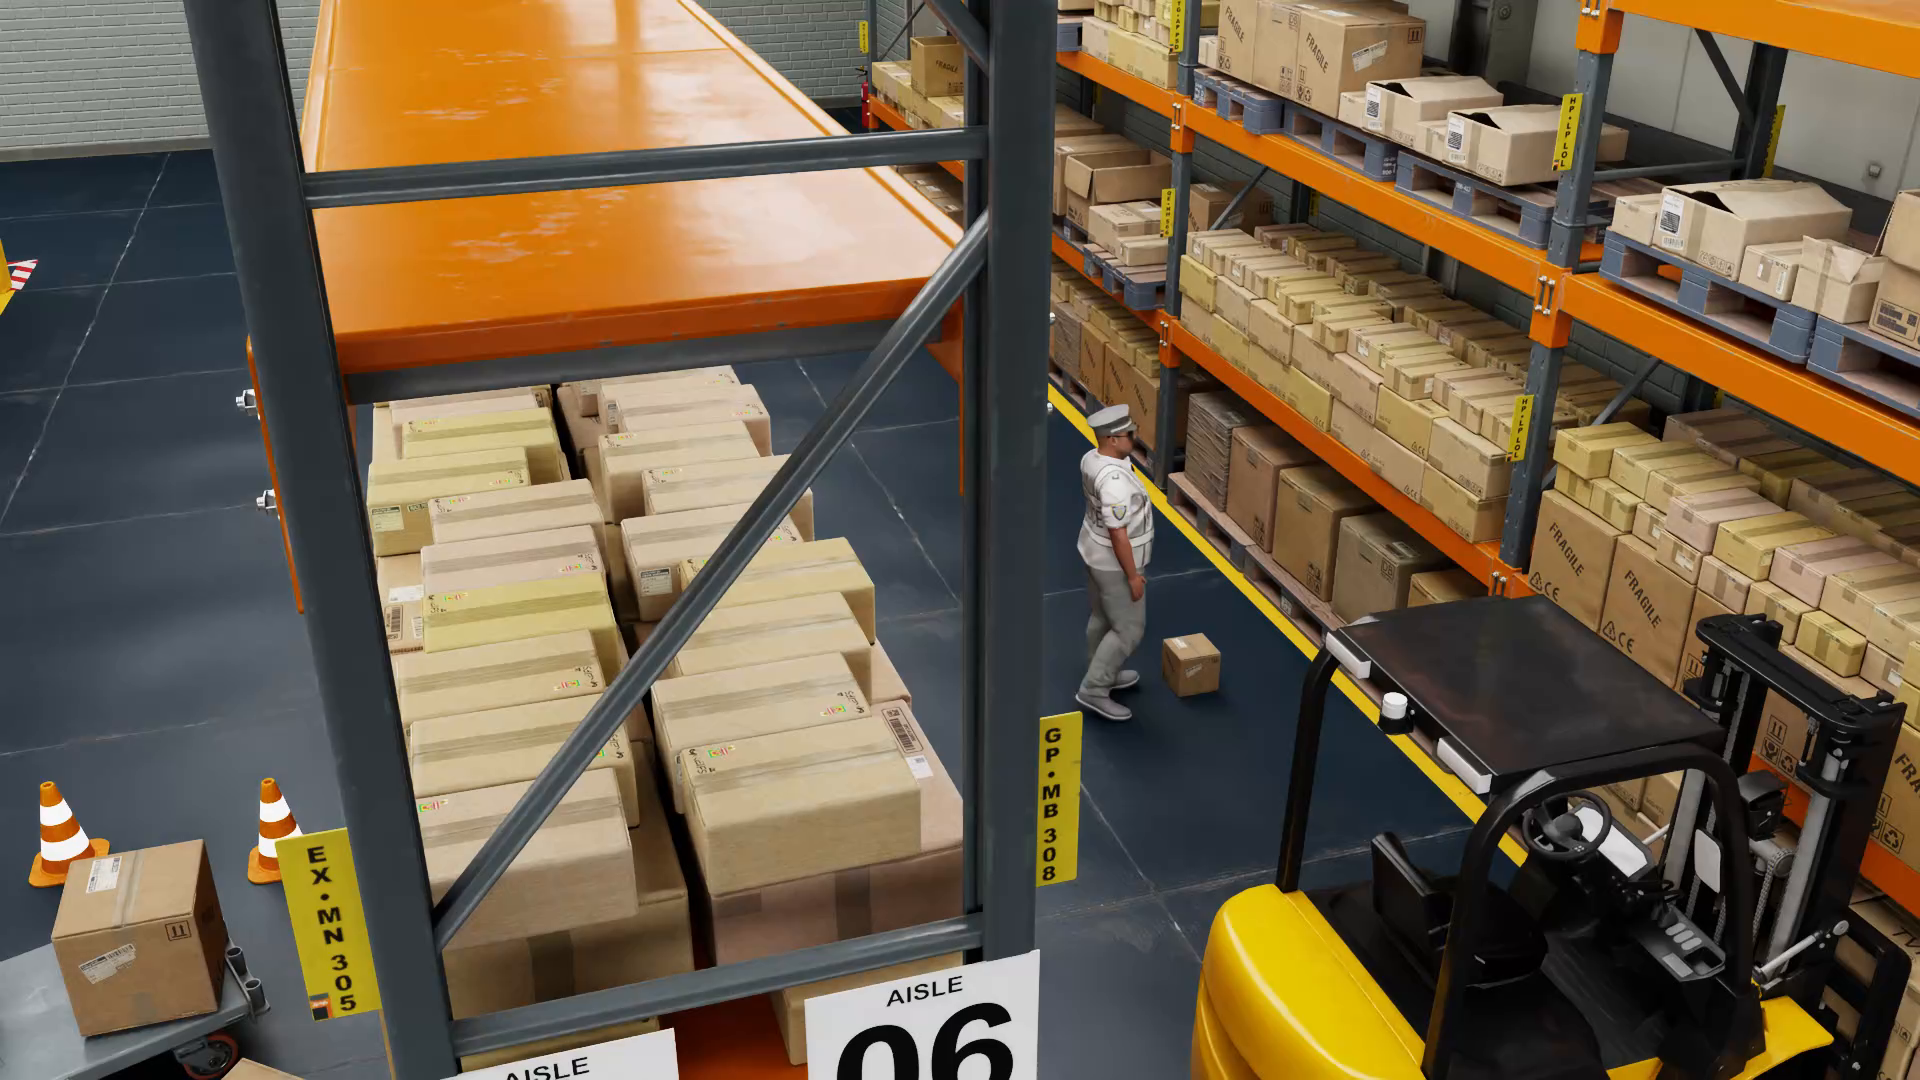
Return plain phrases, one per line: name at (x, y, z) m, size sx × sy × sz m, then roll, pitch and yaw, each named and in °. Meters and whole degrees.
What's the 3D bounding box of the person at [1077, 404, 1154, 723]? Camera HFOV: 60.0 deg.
person at (0.838, 0.104, 9.119) m, size 0.438 × 1.787 × 0.569 m, roll -6°, pitch 27°, yaw -11°
